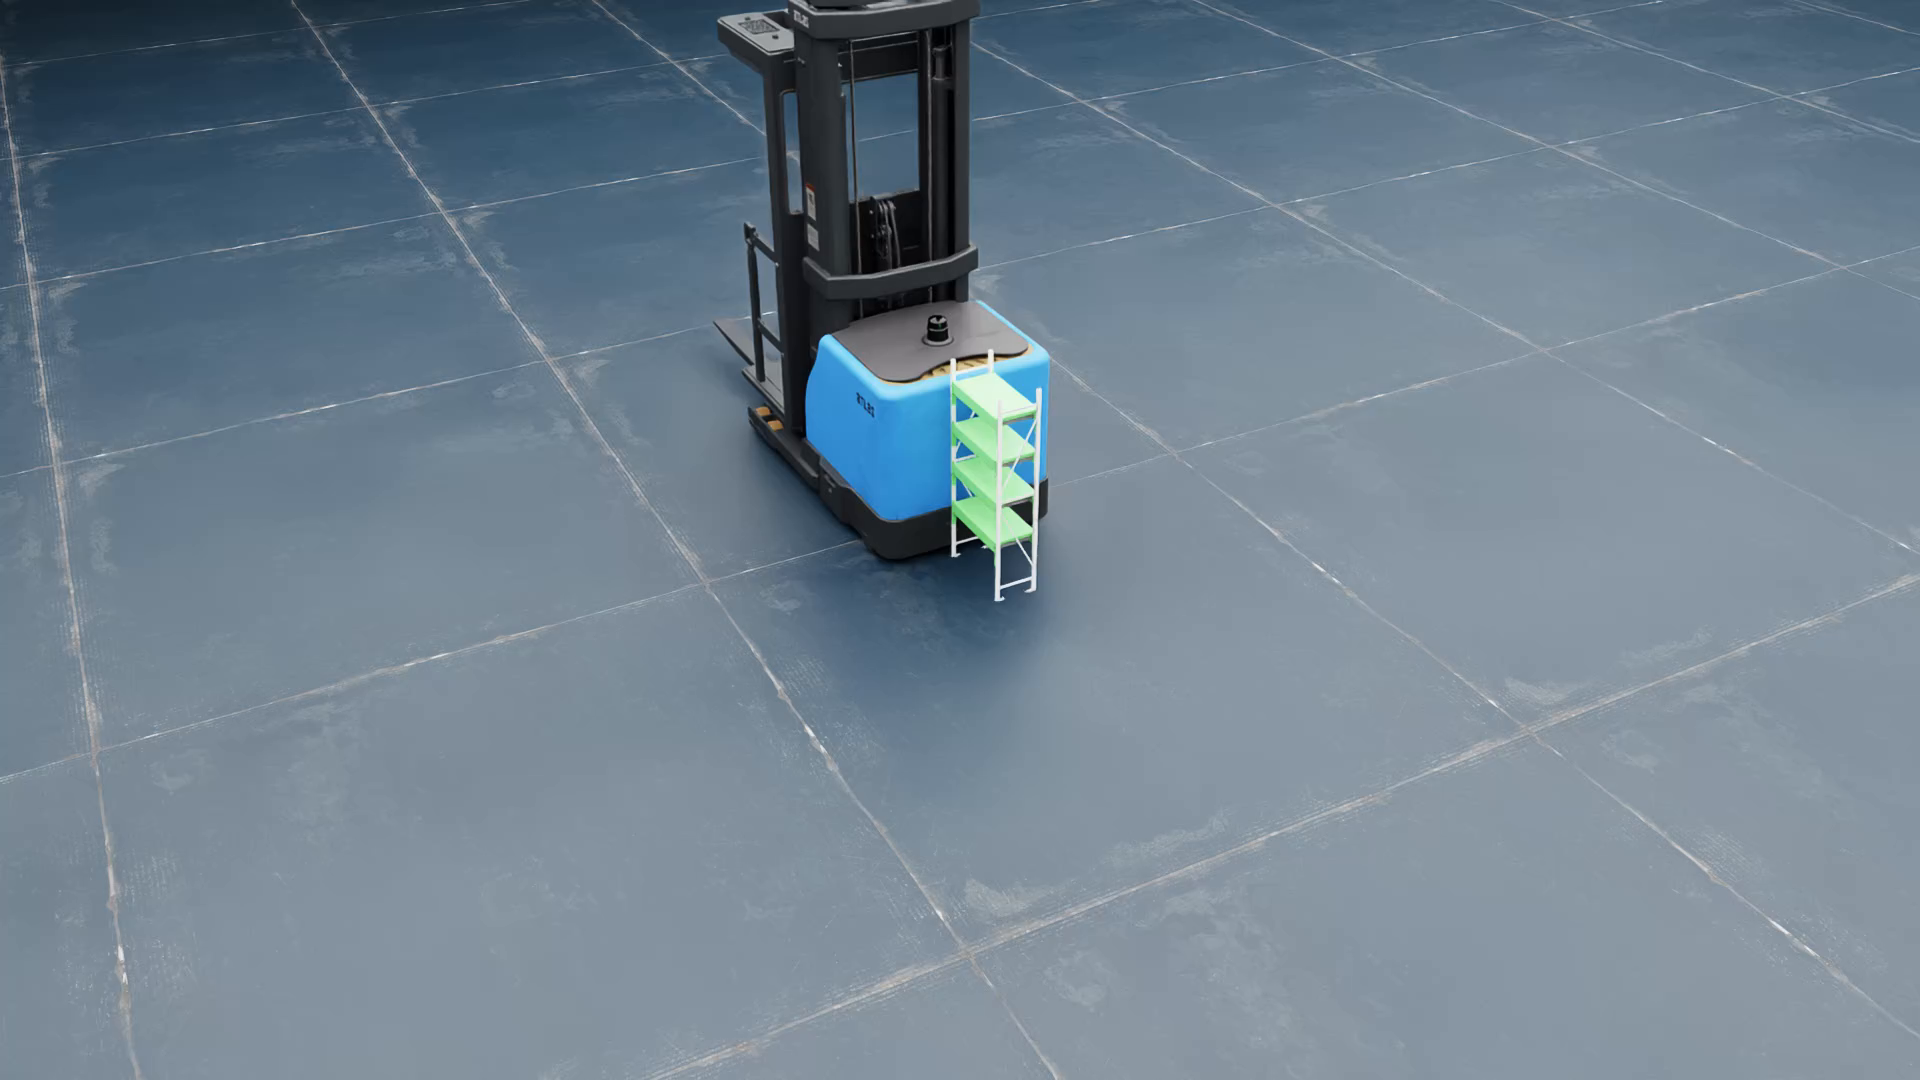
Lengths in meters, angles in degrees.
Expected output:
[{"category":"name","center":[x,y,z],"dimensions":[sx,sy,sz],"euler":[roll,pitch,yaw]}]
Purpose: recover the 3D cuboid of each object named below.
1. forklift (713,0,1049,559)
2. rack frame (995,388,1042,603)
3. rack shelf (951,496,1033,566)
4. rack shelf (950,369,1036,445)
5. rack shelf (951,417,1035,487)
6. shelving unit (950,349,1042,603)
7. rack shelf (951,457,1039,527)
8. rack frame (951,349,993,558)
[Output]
[{"category":"forklift","center":[-0.647,-1.902,9.502],"dimensions":[1.130,2.935,3.031],"euler":[-16,36,-23]},{"category":"rack frame","center":[0.292,-0.210,8.465],"dimensions":[0.240,1.200,0.015],"euler":[-16,36,-23]},{"category":"rack shelf","center":[0.177,-0.070,8.810],"dimensions":[0.258,0.148,0.480],"euler":[-16,36,-23]},{"category":"rack shelf","center":[0.177,-0.676,8.422],"dimensions":[0.258,0.148,0.480],"euler":[-16,36,-23]},{"category":"rack shelf","center":[0.177,-0.474,8.551],"dimensions":[0.258,0.148,0.480],"euler":[-16,36,-23]},{"category":"shelving unit","center":[0.177,-0.326,8.646],"dimensions":[0.258,1.200,0.503],"euler":[-16,36,-23]},{"category":"rack shelf","center":[0.177,-0.272,8.681],"dimensions":[0.258,0.148,0.480],"euler":[-16,36,-23]},{"category":"rack frame","center":[0.062,-0.442,8.827],"dimensions":[0.240,1.200,0.015],"euler":[-16,36,-23]}]
